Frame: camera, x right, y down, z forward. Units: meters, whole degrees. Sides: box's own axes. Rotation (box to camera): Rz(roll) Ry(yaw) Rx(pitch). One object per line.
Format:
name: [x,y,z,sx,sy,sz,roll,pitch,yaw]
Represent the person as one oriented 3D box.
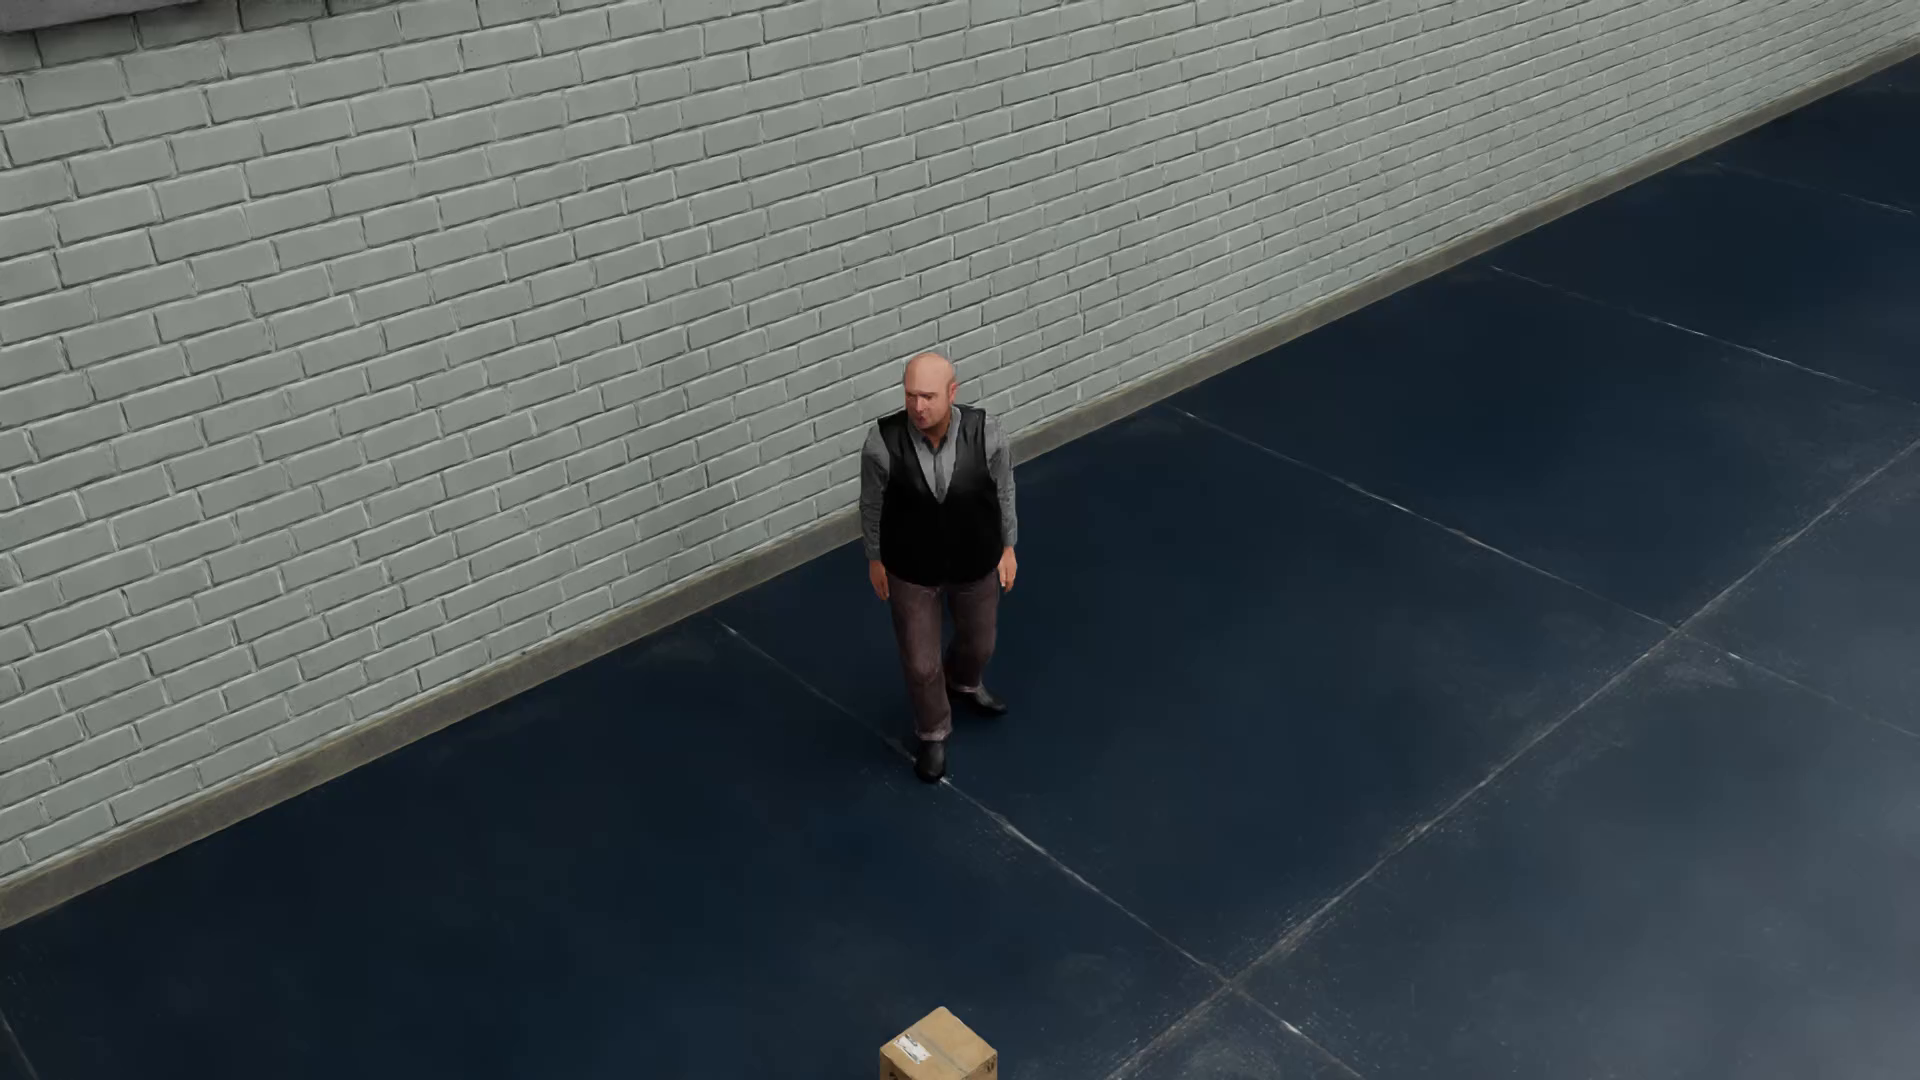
person: [-0.079,0.053,6.076,0.567,1.709,0.557,-4,32,-7]
